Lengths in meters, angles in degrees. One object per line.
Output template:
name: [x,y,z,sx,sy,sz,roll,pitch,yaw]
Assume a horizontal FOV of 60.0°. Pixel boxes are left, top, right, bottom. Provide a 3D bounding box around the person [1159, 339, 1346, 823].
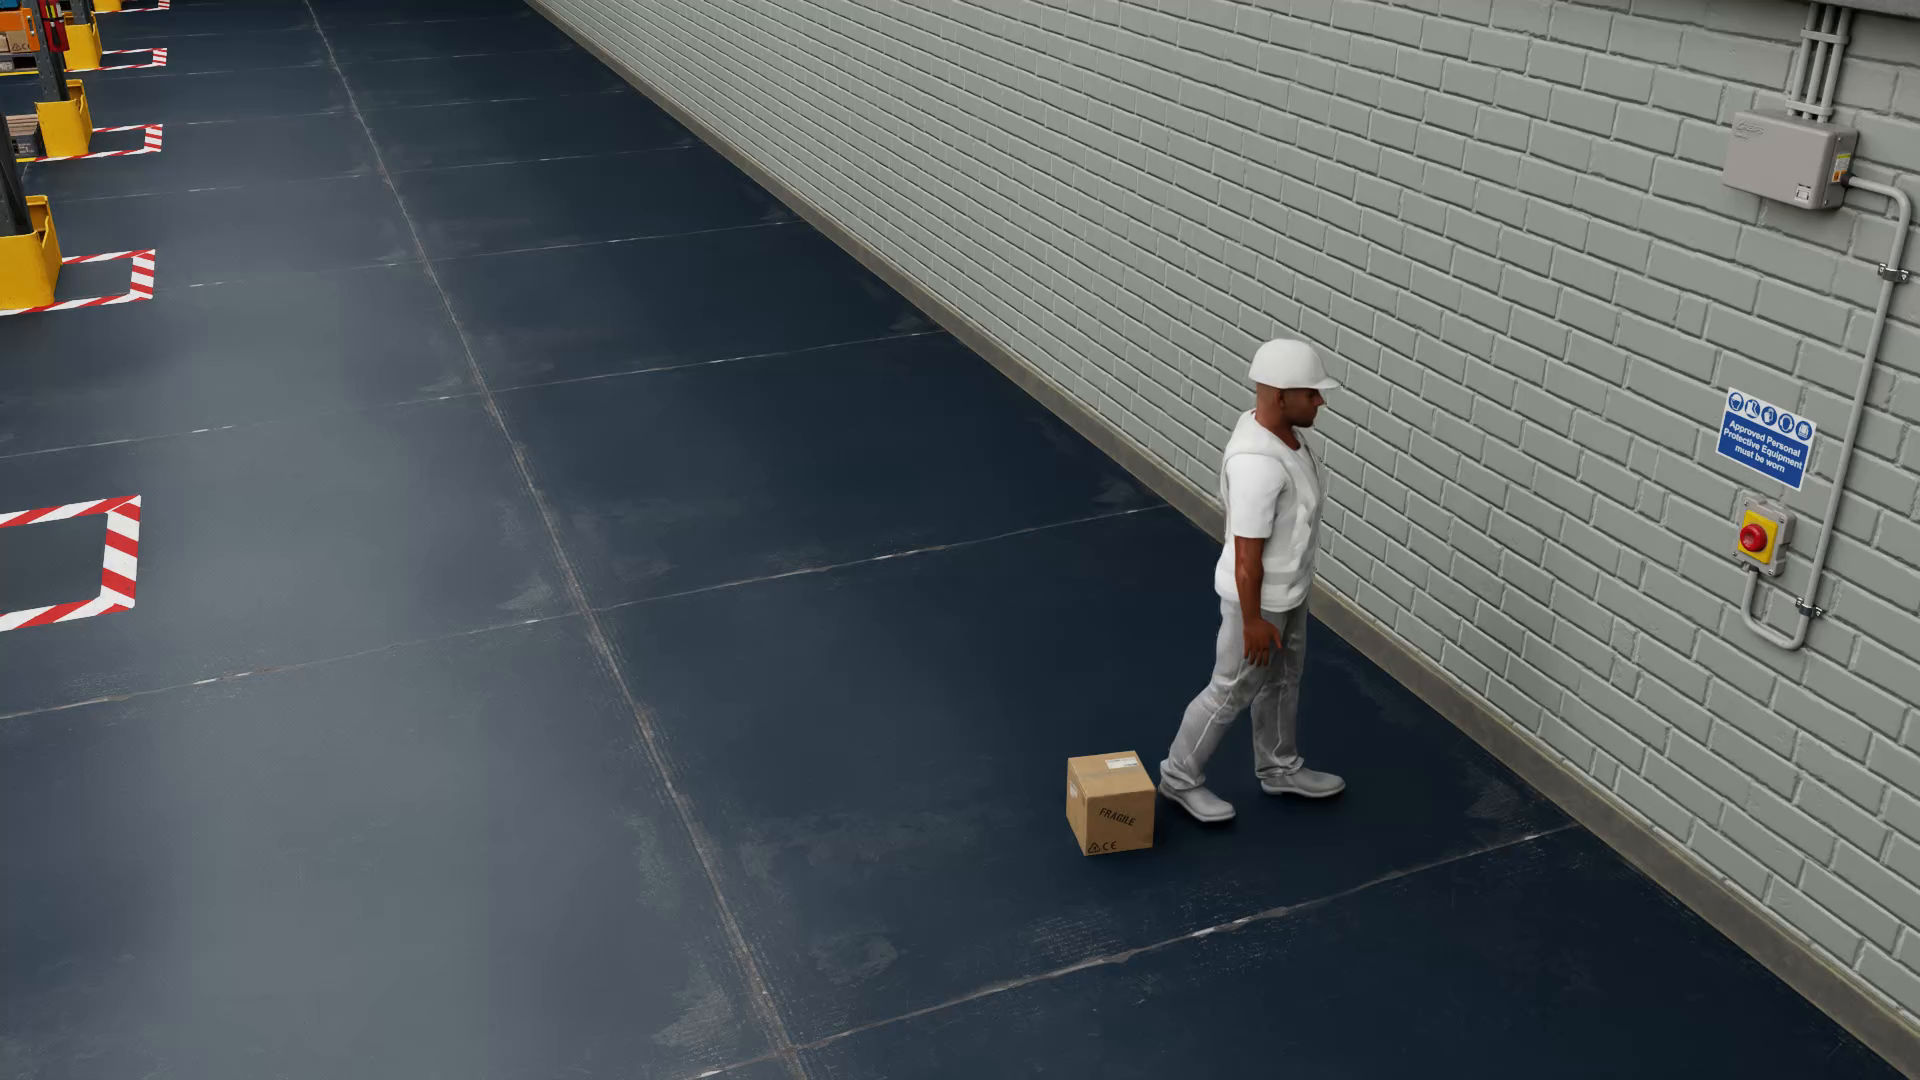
person: [1.062,0.166,5.724,0.648,1.766,0.567,9,27,18]
